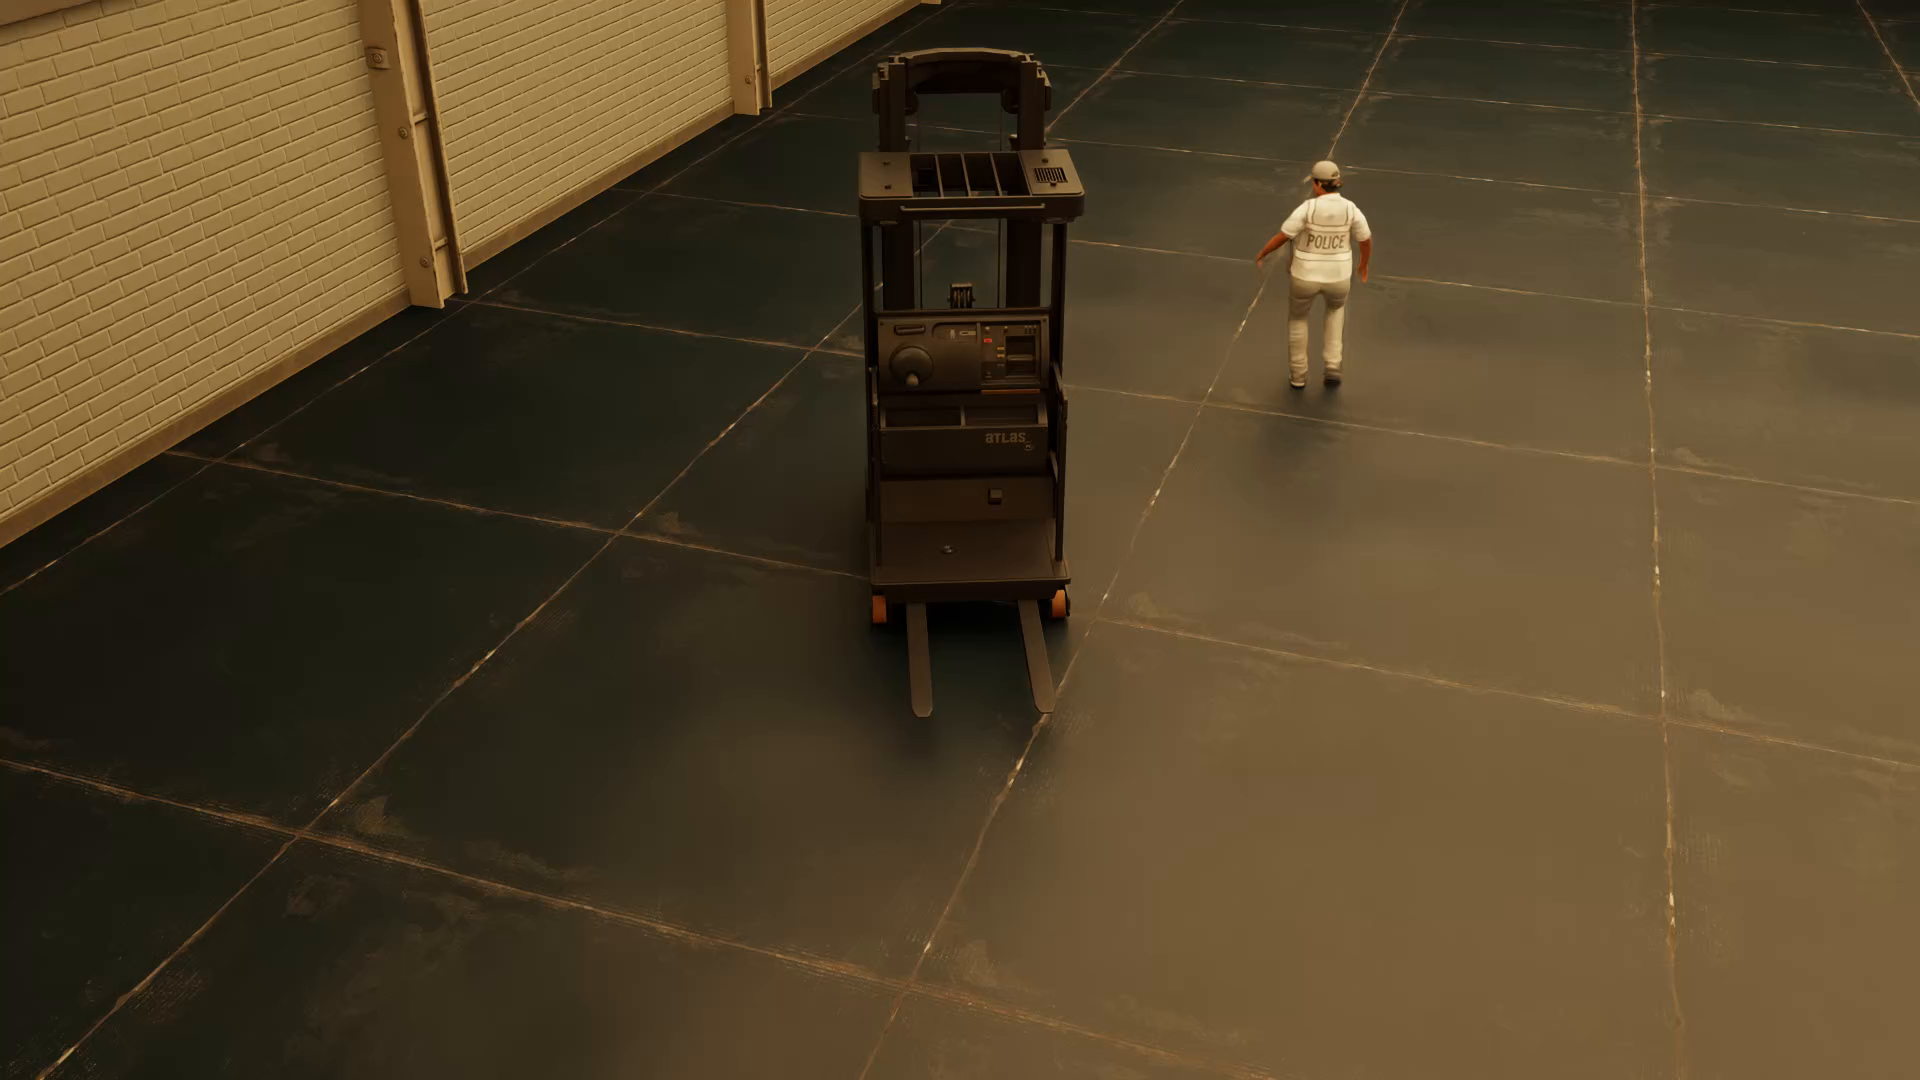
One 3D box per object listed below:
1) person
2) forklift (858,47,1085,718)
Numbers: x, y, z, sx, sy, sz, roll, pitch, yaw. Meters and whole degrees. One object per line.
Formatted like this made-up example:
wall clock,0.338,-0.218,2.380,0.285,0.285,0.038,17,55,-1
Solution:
person,2.499,-1.862,11.754,0.796,1.674,0.490,2,30,4
forklift,0.035,-0.972,8.842,1.130,2.935,3.031,-2,30,-3
